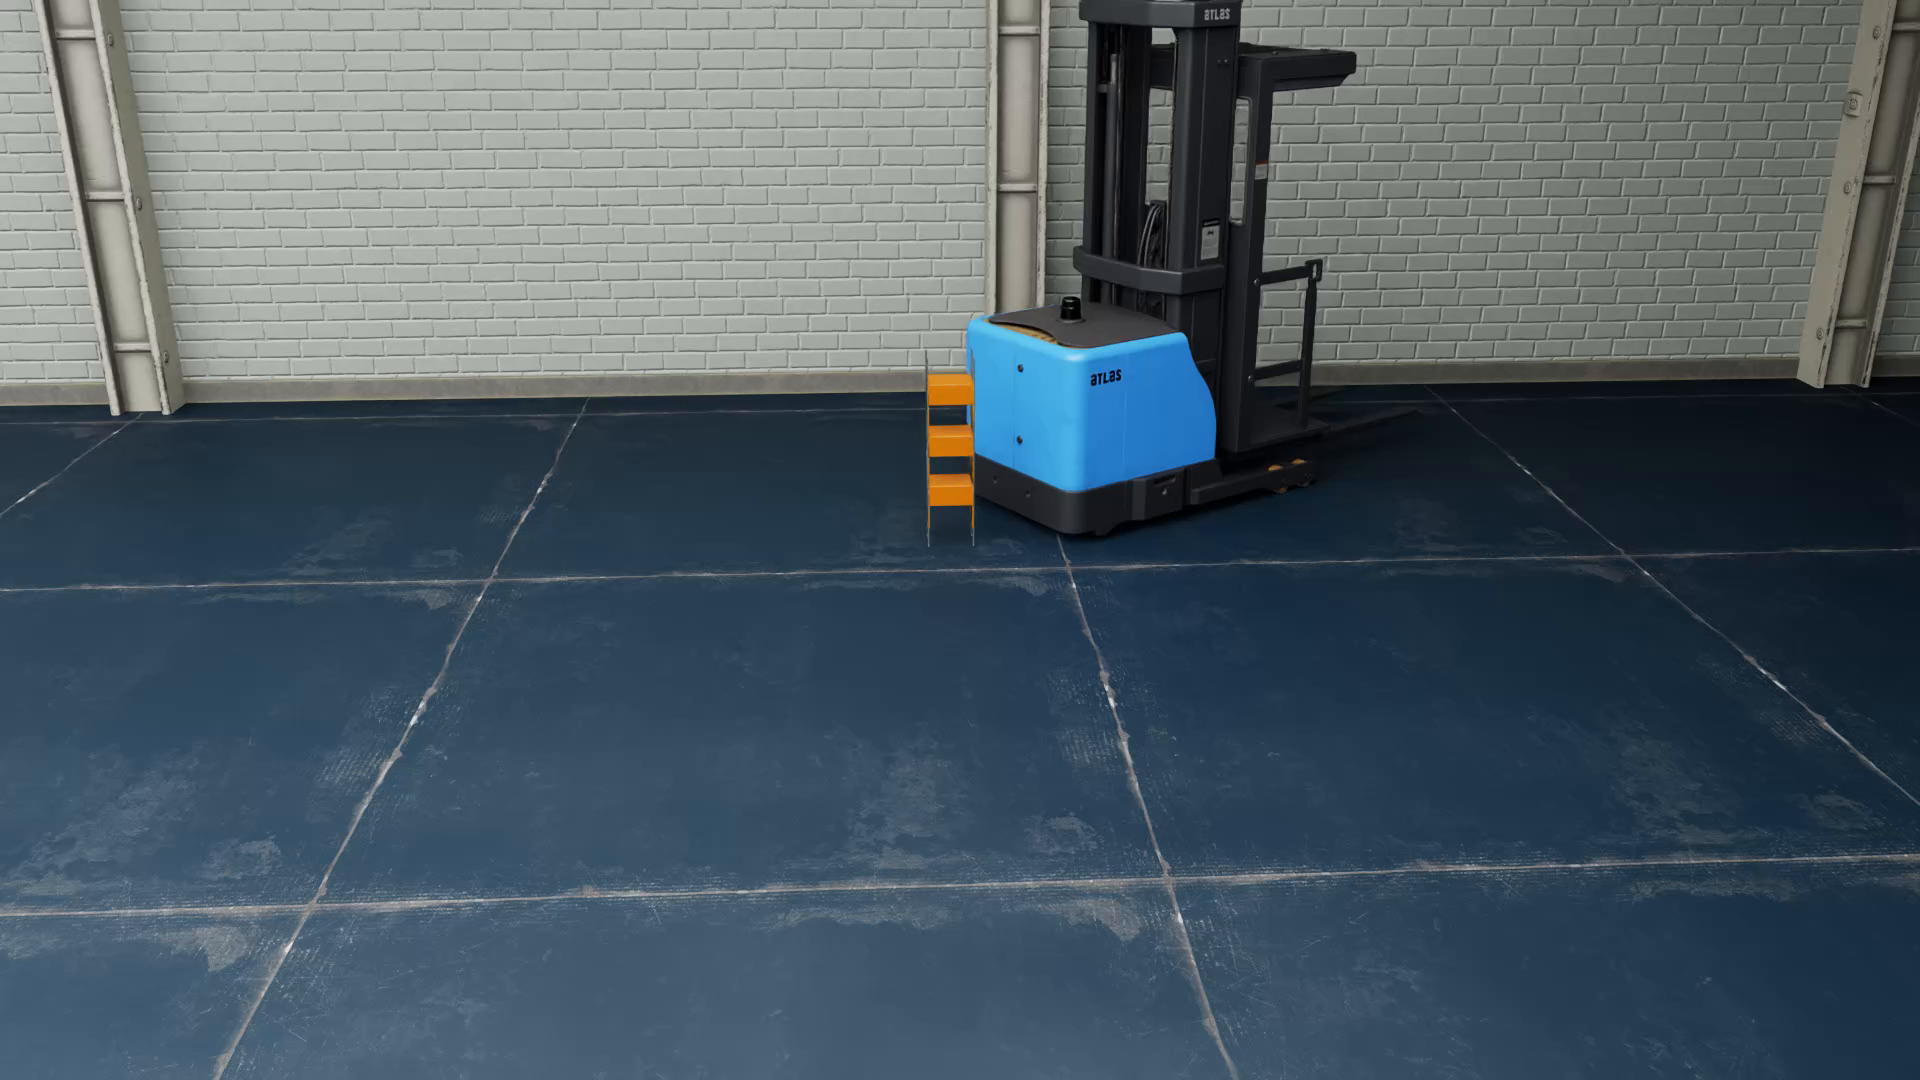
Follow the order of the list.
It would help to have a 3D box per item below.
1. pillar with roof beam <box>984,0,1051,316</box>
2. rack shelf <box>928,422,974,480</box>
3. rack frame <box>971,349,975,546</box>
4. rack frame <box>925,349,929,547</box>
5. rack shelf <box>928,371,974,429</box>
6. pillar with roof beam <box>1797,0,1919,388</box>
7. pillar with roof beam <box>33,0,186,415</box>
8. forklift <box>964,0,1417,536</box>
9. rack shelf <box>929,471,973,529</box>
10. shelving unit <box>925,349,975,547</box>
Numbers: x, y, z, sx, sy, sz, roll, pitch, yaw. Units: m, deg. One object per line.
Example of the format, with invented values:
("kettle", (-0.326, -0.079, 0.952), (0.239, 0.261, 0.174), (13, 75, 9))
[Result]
("pillar with roof beam", (0.625, -3.710, 6.217), (0.400, 9.000, 9.100), (-1, 21, -3))
("rack shelf", (-0.053, -0.480, 8.935), (0.240, 0.259, 0.215), (-1, 21, -3))
("rack frame", (0.068, -0.492, 8.938), (0.008, 1.050, 0.200), (-1, 21, -3))
("rack frame", (-0.175, -0.487, 8.925), (0.008, 1.050, 0.200), (-1, 21, -3))
("rack shelf", (-0.053, -0.745, 8.834), (0.240, 0.259, 0.215), (-1, 21, -3))
("pillar with roof beam", (6.615, -3.831, 6.537), (0.400, 9.000, 9.100), (-1, 21, -3))
("pillar with roof beam", (-5.365, -3.588, 5.897), (0.400, 9.000, 9.100), (-1, 21, -3))
("forklift", (1.519, -1.784, 9.688), (3.031, 2.935, 1.130), (-14, 25, -33))
("rack shelf", (-0.053, -0.220, 9.034), (0.240, 0.259, 0.215), (-1, 21, -3))
("shelving unit", (-0.053, -0.490, 8.931), (0.252, 1.050, 0.215), (-1, 21, -3))
